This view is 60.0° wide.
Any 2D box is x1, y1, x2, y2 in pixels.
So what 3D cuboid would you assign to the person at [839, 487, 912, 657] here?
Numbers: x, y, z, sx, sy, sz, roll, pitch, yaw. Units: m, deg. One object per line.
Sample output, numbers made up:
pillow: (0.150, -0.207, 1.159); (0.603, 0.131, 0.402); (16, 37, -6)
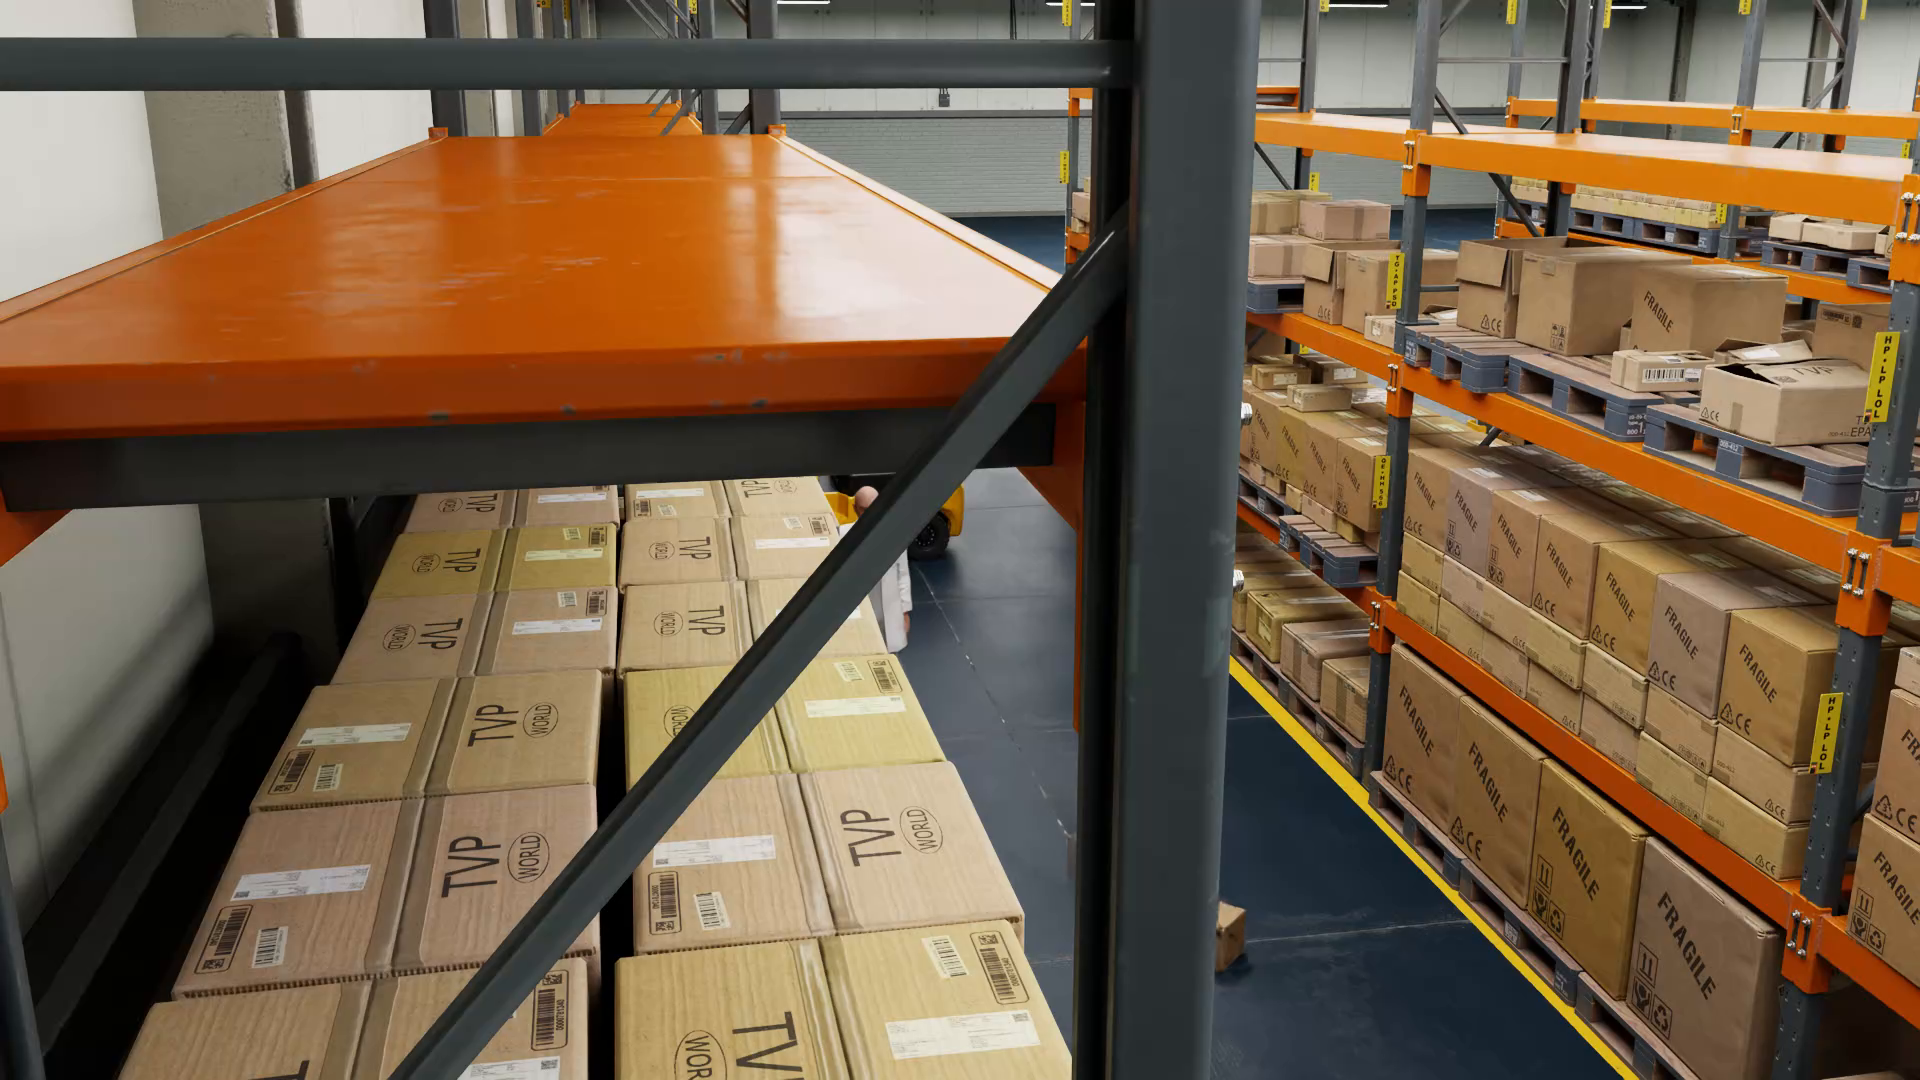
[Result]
person: (-0.604, 0.540, 11.232); (0.587, 1.826, 0.490); (-4, 17, -14)
